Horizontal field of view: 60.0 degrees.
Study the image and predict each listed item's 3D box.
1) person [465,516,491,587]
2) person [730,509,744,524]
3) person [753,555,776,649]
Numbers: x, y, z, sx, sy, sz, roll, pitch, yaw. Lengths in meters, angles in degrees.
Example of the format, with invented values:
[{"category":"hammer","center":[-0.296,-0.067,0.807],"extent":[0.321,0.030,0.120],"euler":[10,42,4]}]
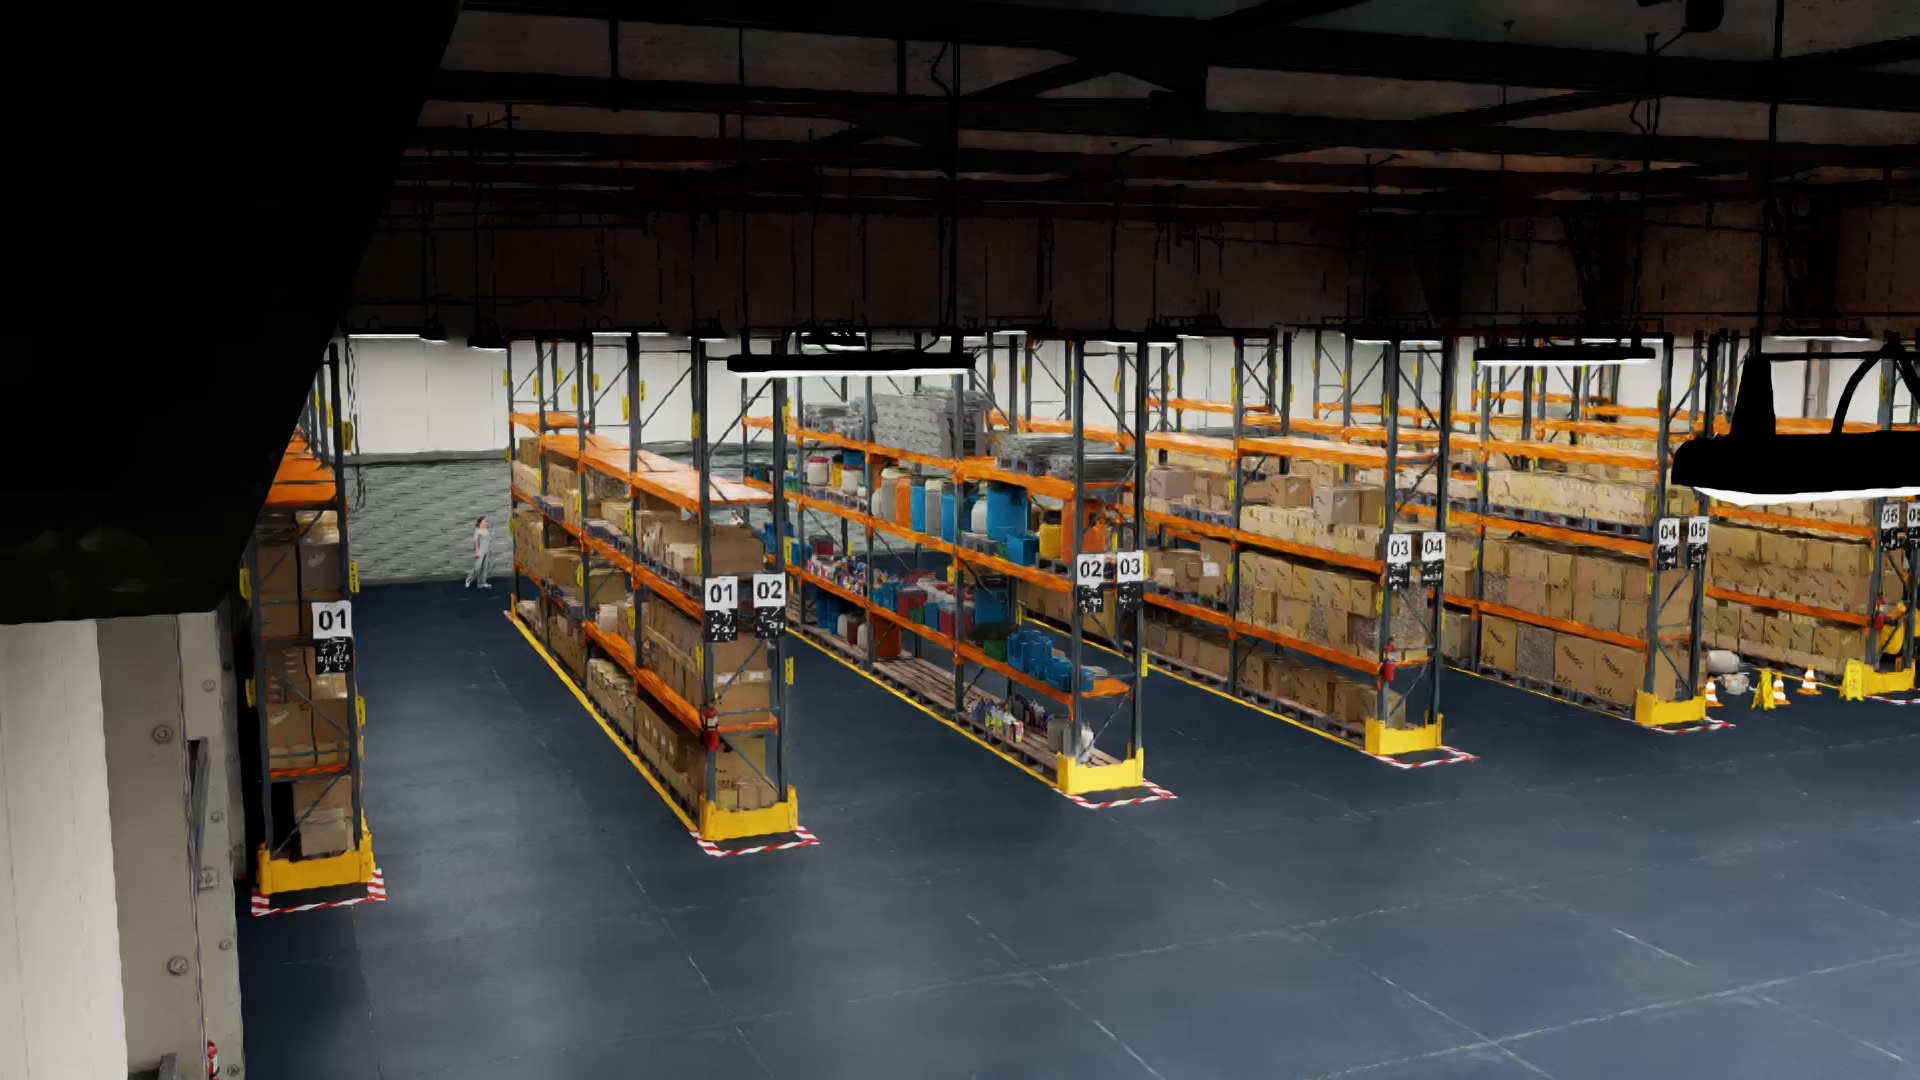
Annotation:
[{"category":"person","center":[-11.174,0.275,38.486],"extent":[0.498,1.664,0.634],"euler":[4,9,26]},{"category":"person","center":[-5.304,0.044,40.165],"extent":[0.585,1.689,0.468],"euler":[5,9,31]},{"category":"person","center":[-3.721,1.149,31.518],"extent":[0.619,1.786,0.456],"euler":[6,10,36]}]
